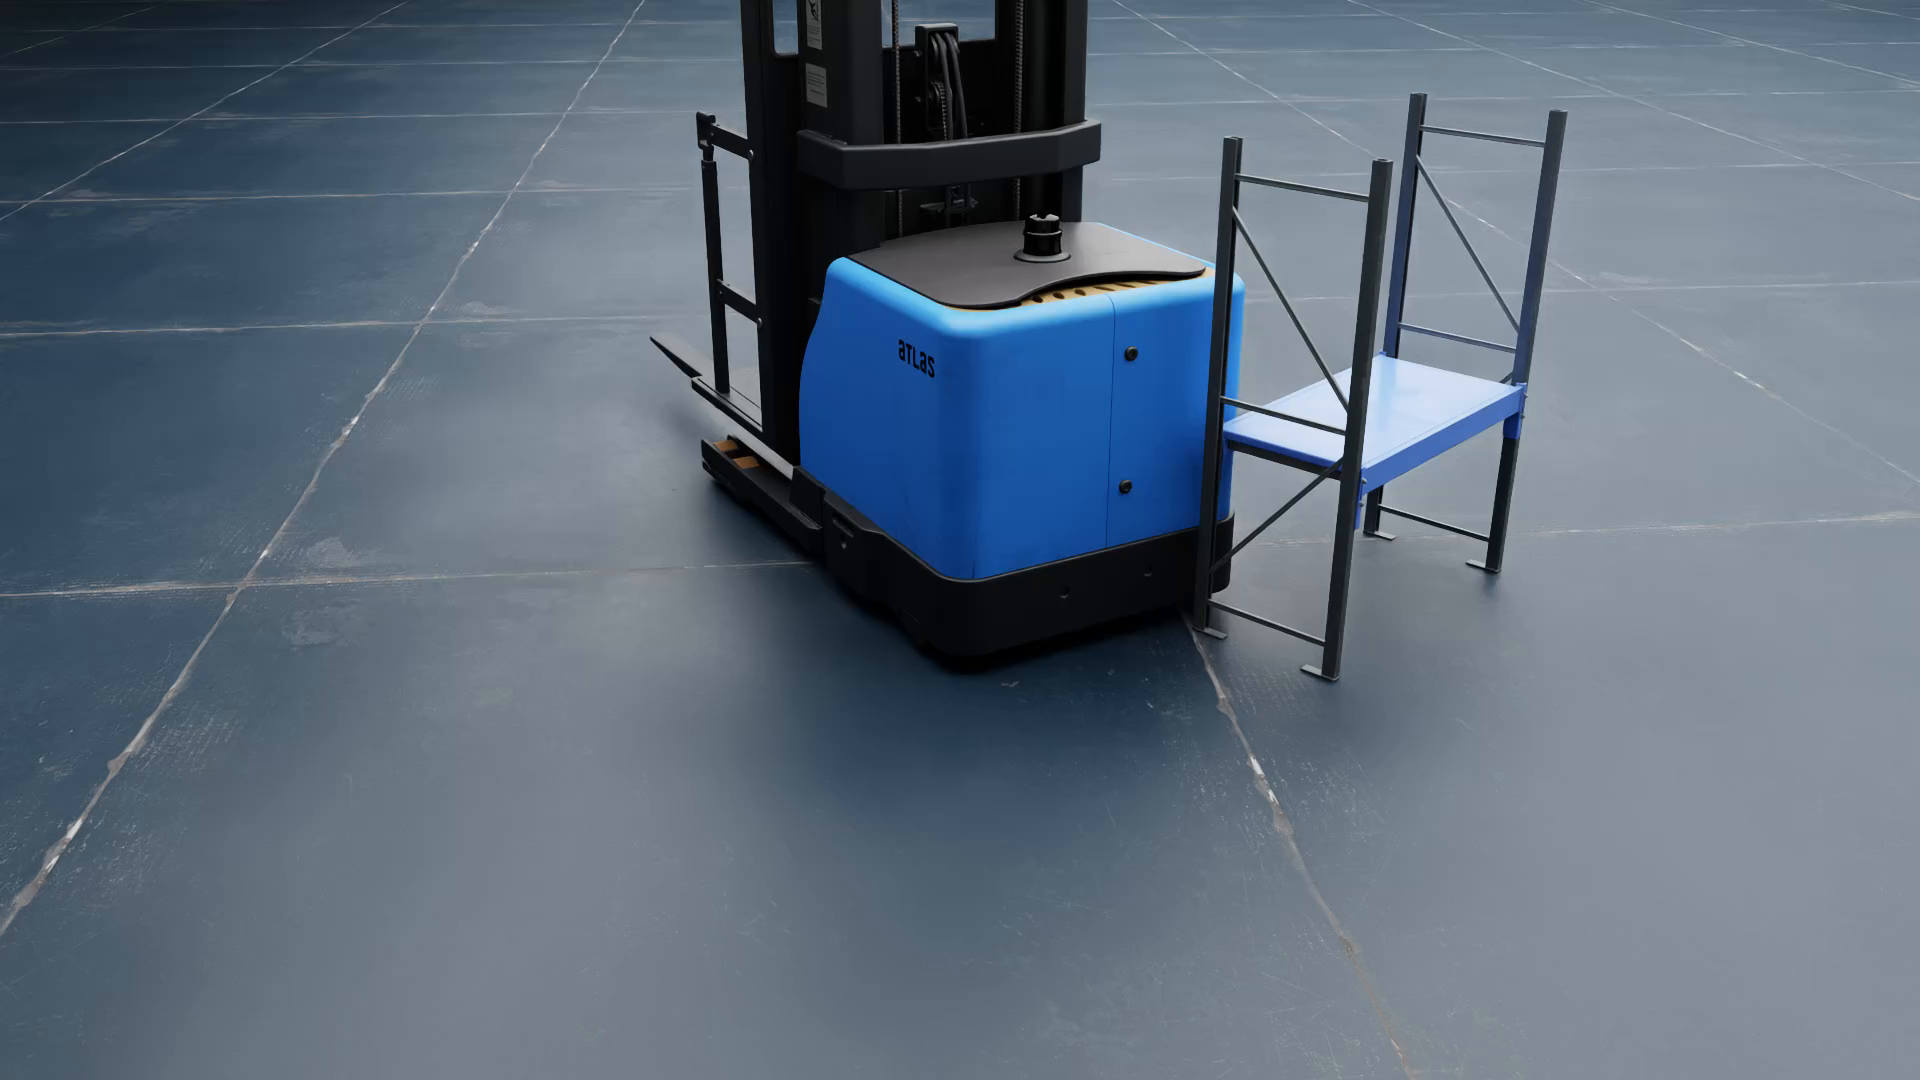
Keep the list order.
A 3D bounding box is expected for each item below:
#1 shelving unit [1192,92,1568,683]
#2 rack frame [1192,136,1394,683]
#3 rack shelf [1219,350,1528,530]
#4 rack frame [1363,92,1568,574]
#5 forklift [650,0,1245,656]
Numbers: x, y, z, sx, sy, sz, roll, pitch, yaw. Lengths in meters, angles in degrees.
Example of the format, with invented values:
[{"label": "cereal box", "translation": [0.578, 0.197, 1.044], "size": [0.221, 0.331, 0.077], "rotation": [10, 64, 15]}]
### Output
[{"label": "shelving unit", "translation": [1.256, -0.496, 5.020], "size": [0.538, 1.500, 1.048], "rotation": [21, 31, 38]}, {"label": "rack frame", "translation": [0.910, -0.345, 4.680], "size": [0.500, 1.500, 0.032], "rotation": [21, 31, 38]}, {"label": "rack shelf", "translation": [1.256, -0.332, 5.093], "size": [0.538, 0.185, 1.000], "rotation": [21, 31, 38]}, {"label": "rack frame", "translation": [1.602, -0.648, 5.360], "size": [0.500, 1.500, 0.032], "rotation": [21, 31, 38]}, {"label": "forklift", "translation": [-0.308, -1.560, 5.652], "size": [1.130, 2.935, 3.031], "rotation": [-13, 27, -27]}]
